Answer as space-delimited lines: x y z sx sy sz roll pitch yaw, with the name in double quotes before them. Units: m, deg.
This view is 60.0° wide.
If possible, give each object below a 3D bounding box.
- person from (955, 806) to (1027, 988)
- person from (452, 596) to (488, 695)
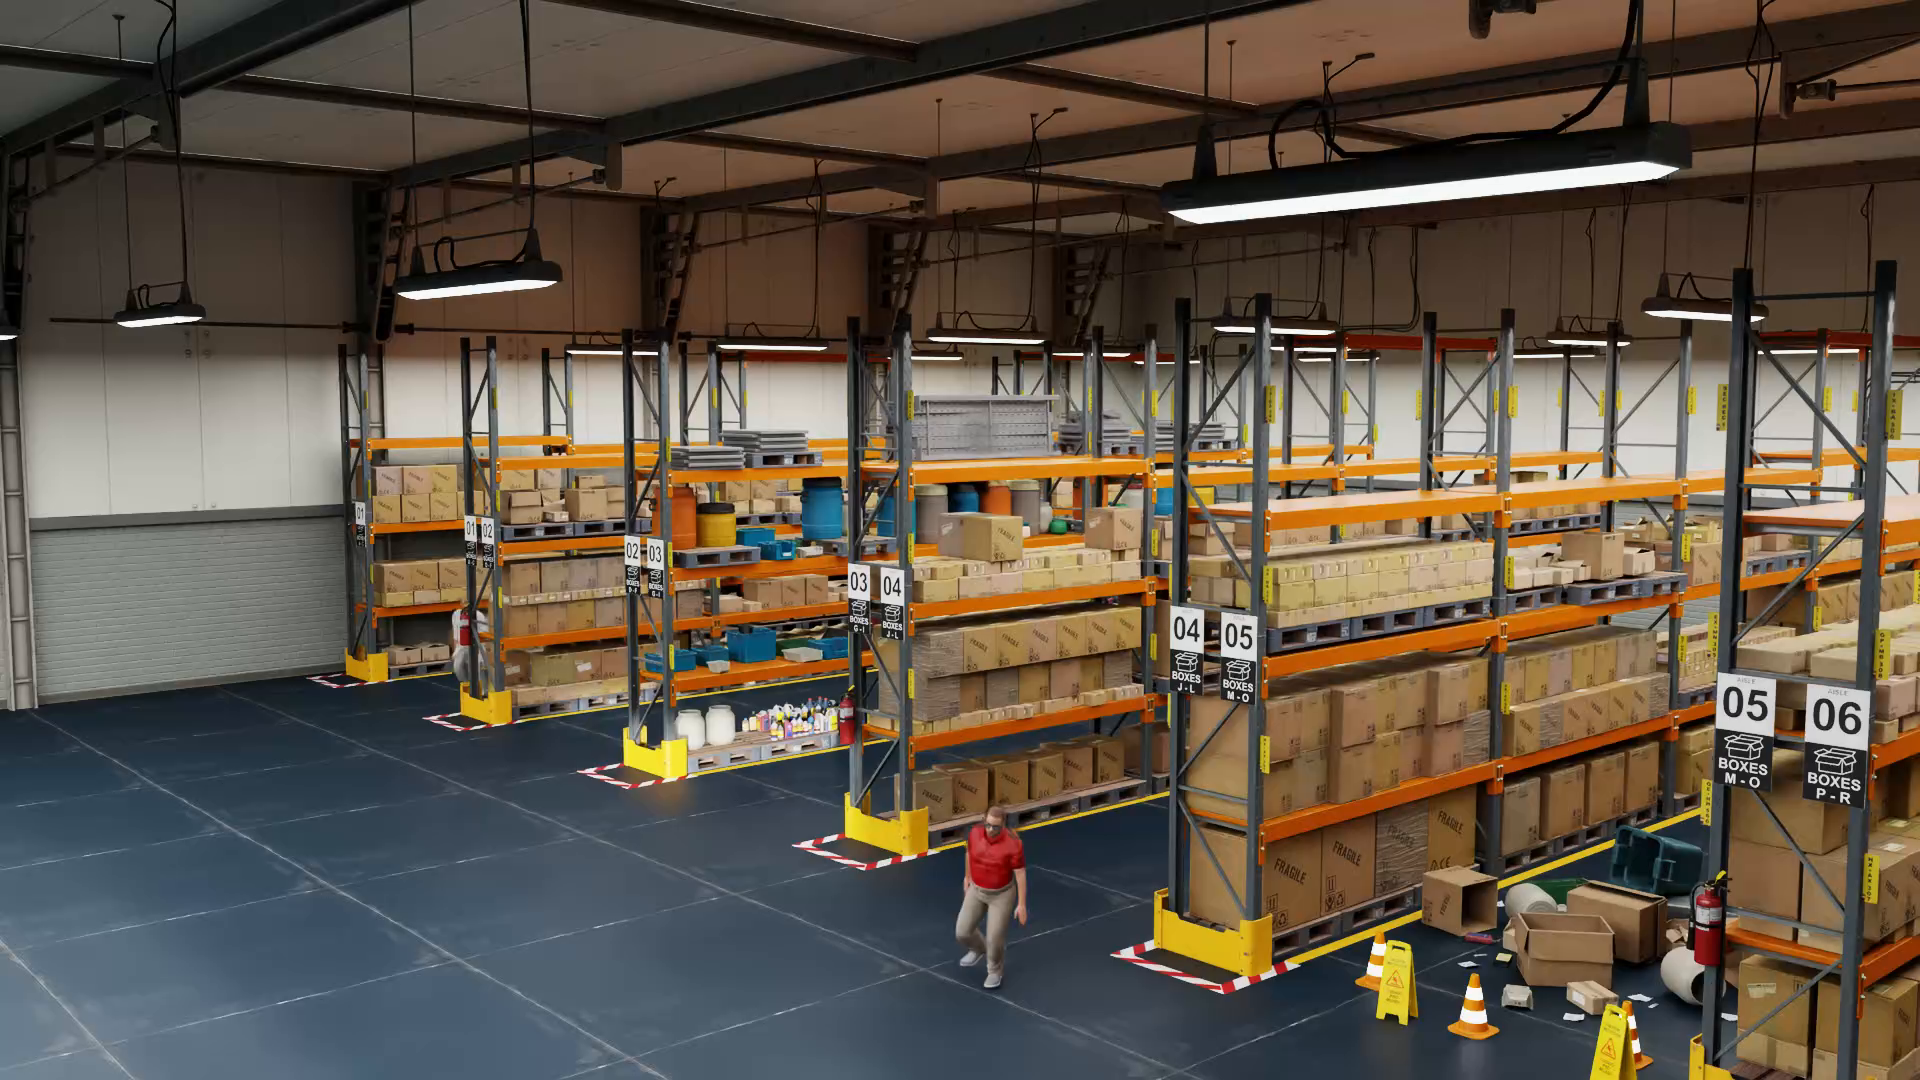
"person" 0.289 3.049 14.376 0.799 1.648 0.634 3 6 28
"person" -8.213 1.818 27.776 0.676 1.791 0.890 1 5 7
